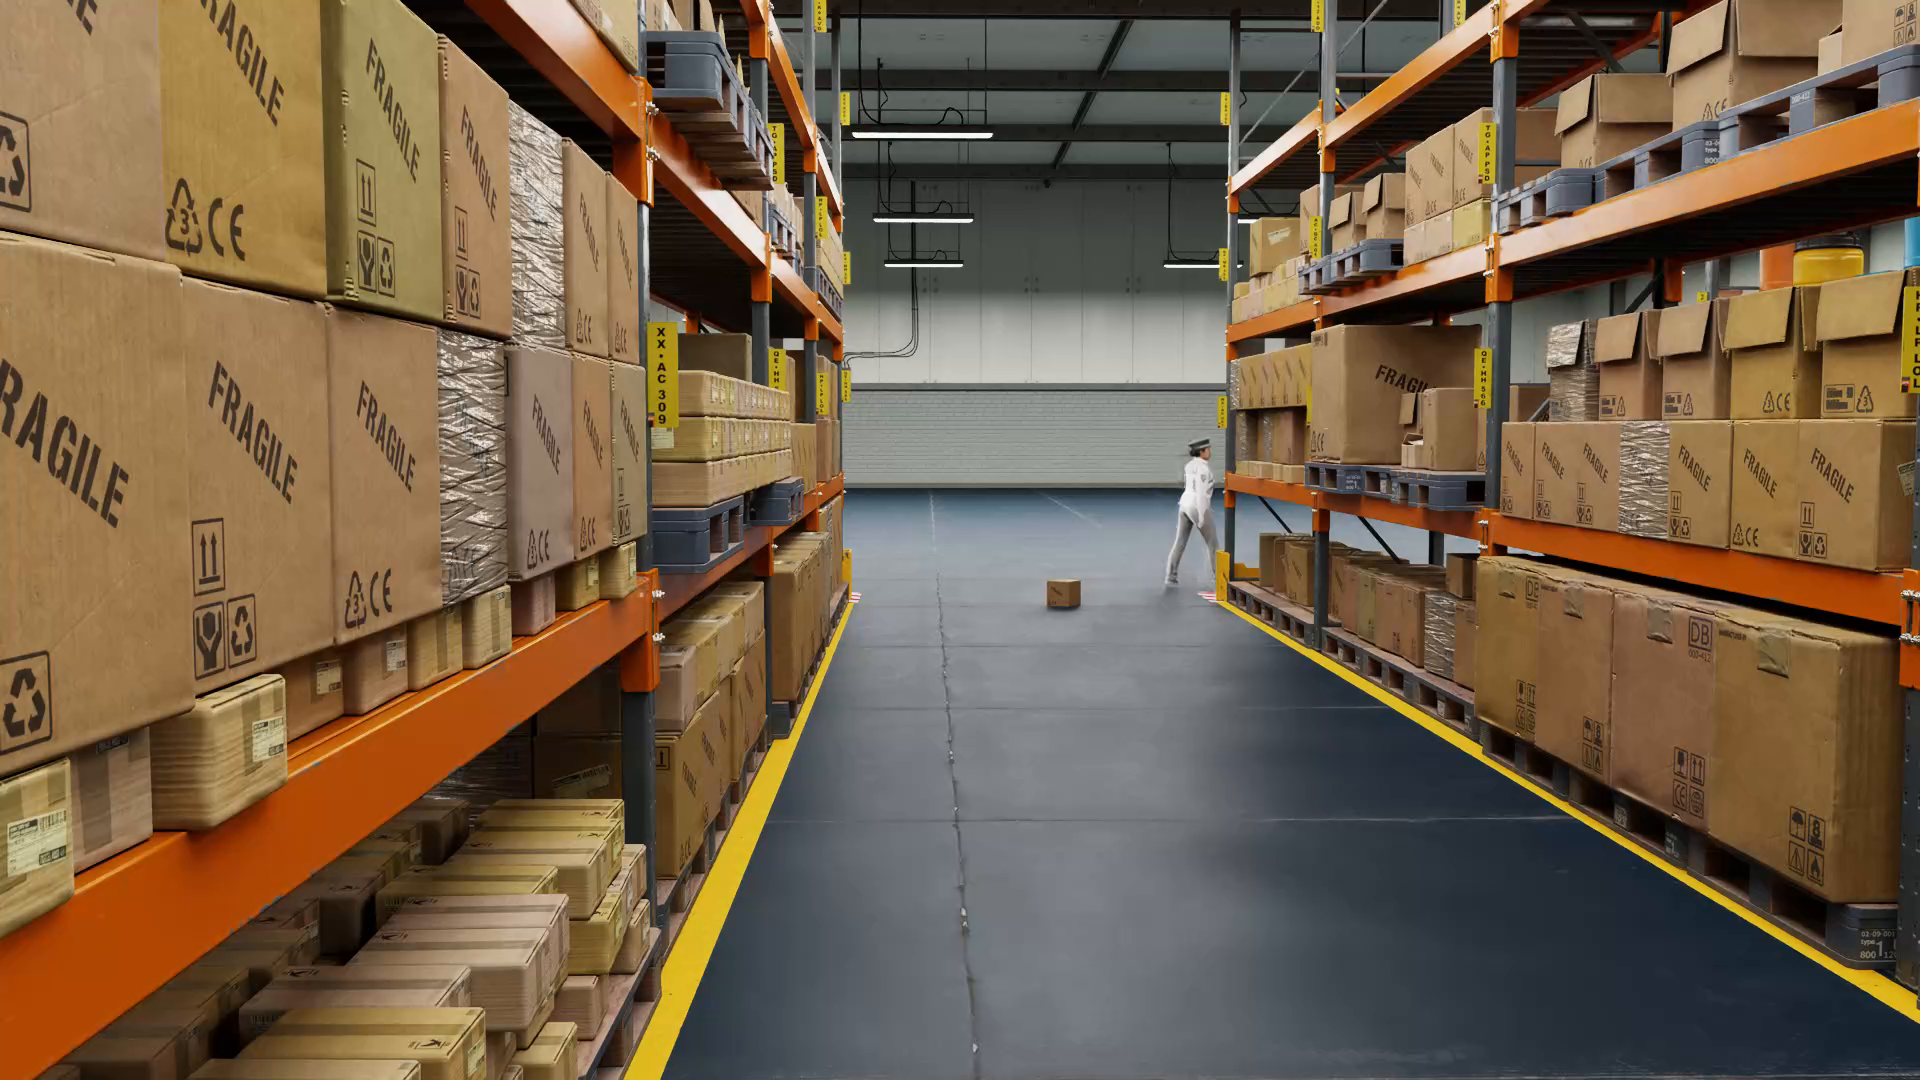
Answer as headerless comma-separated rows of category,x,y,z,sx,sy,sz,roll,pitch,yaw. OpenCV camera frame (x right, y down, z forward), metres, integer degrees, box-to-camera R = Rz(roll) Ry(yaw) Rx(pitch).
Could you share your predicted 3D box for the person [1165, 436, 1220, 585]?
person,2.685,-0.324,18.427,0.837,1.648,0.531,-2,4,-26
